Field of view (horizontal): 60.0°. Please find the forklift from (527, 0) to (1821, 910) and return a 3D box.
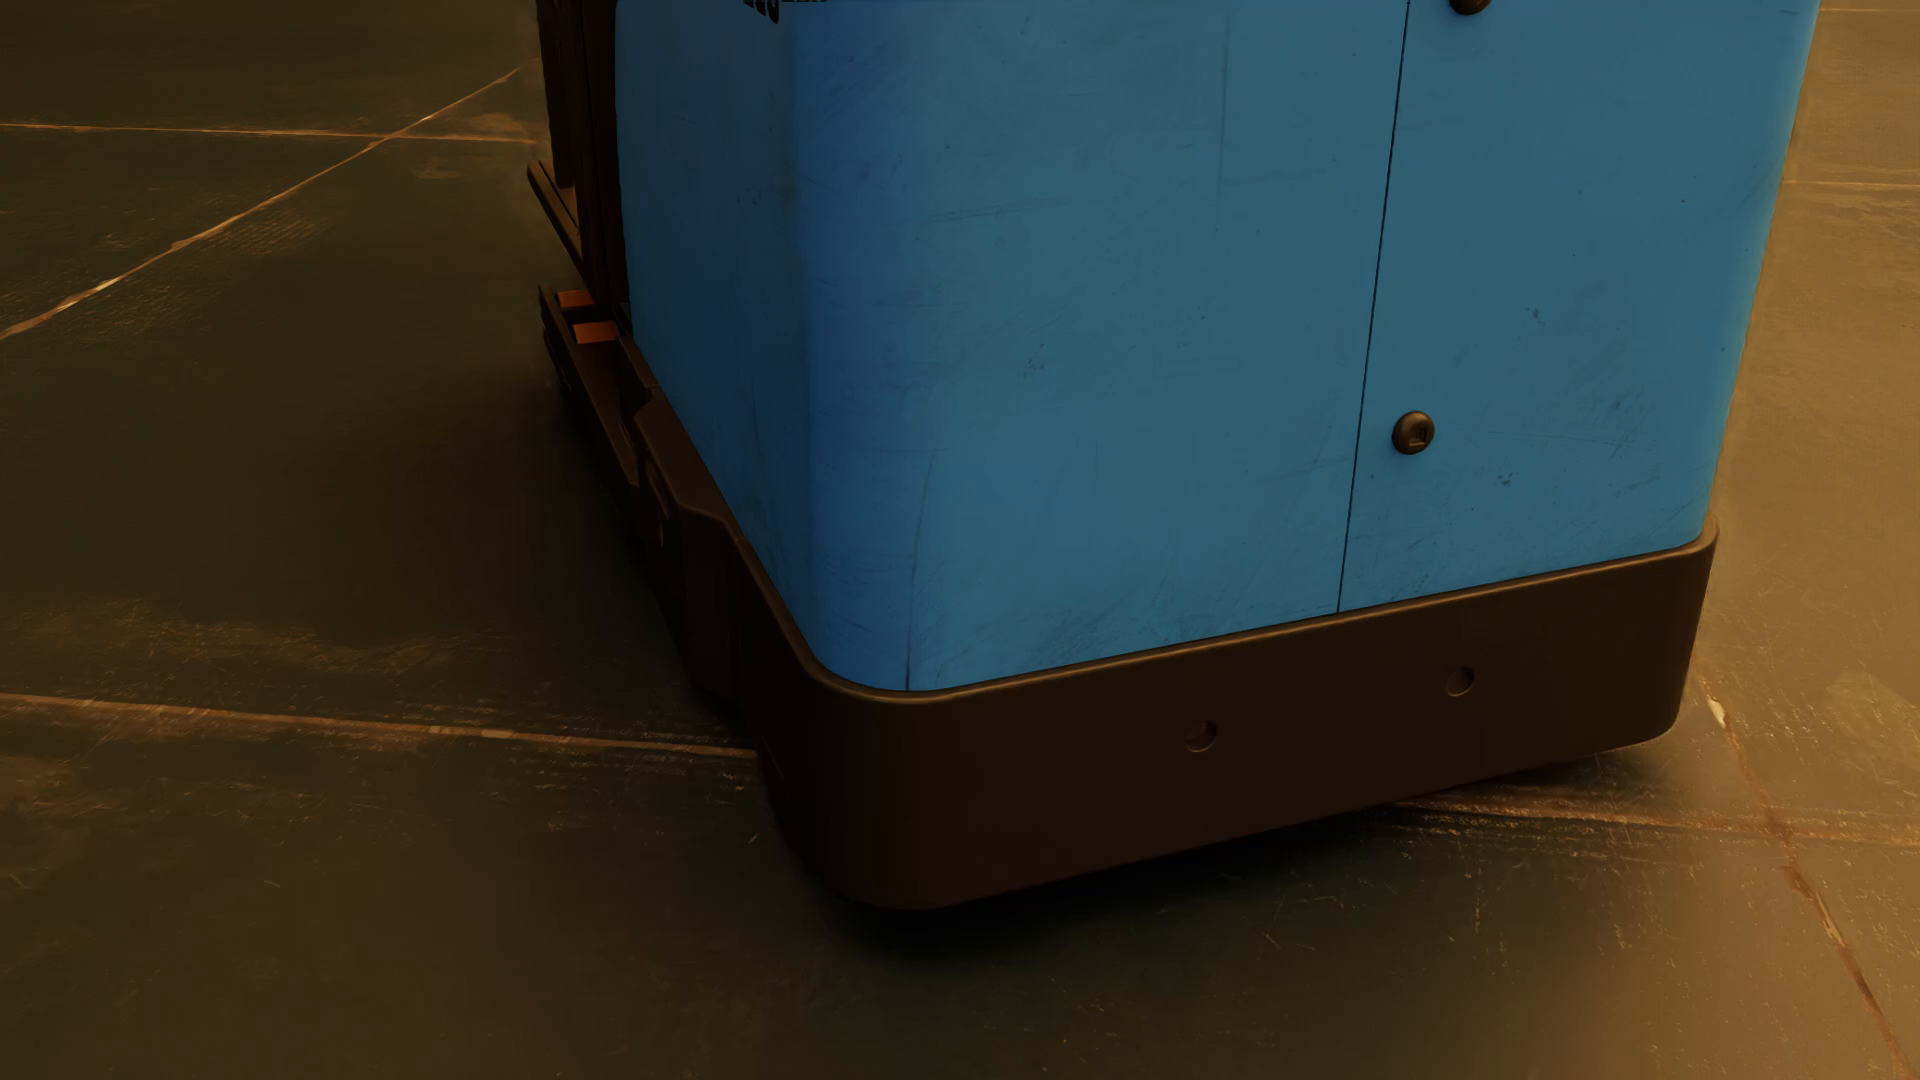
[{"bbox_3d":[-0.142,-1.588,2.400,1.130,2.935,3.031,-9,28,-18],"label":"forklift"}]
